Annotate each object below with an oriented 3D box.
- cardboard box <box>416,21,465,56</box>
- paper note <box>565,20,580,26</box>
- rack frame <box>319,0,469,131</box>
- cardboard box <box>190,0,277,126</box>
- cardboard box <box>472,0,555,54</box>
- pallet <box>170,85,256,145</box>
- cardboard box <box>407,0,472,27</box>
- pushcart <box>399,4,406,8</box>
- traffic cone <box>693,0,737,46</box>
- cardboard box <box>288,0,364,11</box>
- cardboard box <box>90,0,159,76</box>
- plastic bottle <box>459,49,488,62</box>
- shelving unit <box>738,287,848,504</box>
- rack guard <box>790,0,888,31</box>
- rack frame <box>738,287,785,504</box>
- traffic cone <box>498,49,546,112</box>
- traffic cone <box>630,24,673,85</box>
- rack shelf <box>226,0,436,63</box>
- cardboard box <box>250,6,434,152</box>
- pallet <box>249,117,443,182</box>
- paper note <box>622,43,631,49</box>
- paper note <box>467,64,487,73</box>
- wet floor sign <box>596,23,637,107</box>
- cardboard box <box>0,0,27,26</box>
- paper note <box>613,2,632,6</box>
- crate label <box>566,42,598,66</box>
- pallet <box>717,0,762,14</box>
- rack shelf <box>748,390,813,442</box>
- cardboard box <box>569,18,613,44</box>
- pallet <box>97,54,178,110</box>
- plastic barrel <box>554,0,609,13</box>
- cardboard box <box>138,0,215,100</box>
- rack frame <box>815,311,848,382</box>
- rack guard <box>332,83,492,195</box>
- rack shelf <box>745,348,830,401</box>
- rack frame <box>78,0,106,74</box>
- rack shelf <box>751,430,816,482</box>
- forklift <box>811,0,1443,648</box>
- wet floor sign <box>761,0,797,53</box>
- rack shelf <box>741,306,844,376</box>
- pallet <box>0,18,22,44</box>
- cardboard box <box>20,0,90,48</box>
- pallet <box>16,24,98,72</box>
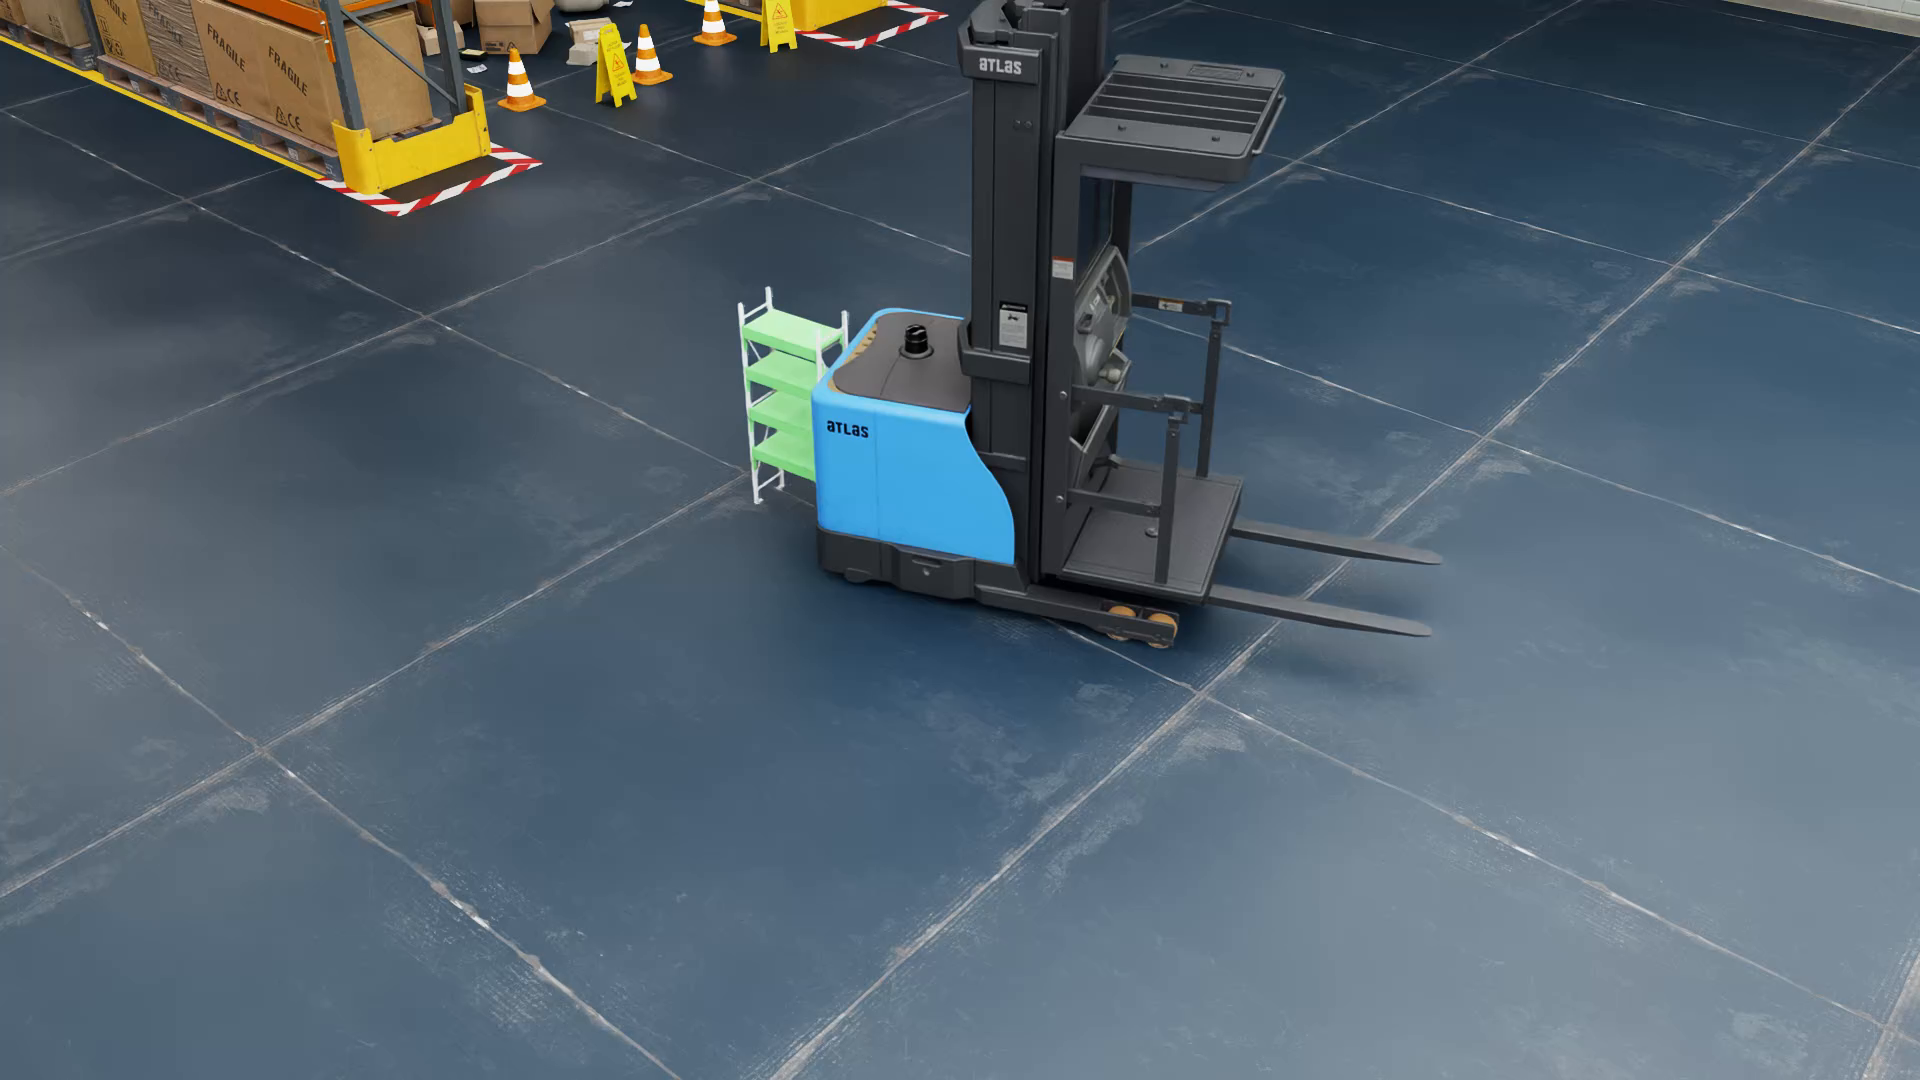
[{"bbox_3d":[-4.804,-4.646,15.281,0.396,0.266,0.258,-26,42,-32],"label":"cardboard box"},{"bbox_3d":[-3.697,-4.957,15.951,0.148,0.019,0.142,-18,38,-25],"label":"paper note"},{"bbox_3d":[-4.229,-4.146,12.137,0.127,3.000,1.000,25,42,32],"label":"rack frame"},{"bbox_3d":[-5.470,-3.978,13.398,0.875,0.875,0.875,25,41,31],"label":"cardboard box"},{"bbox_3d":[-4.110,-4.842,15.356,0.637,0.503,0.797,0,34,0],"label":"cardboard box"},{"bbox_3d":[-5.827,-3.694,13.942,1.213,0.211,1.003,25,42,32],"label":"pallet"},{"bbox_3d":[-4.834,-5.233,15.805,0.503,0.637,0.797,25,42,32],"label":"cardboard box"},{"bbox_3d":[-5.634,-5.694,16.708,0.936,0.377,1.648,12,36,16],"label":"pushcart"},{"bbox_3d":[-2.296,-4.885,15.454,0.334,0.463,0.336,25,42,32],"label":"traffic cone"},{"bbox_3d":[-4.544,-4.322,12.262,0.550,0.550,0.875,25,42,32],"label":"cardboard box"},{"bbox_3d":[-6.865,-4.634,14.354,0.875,0.875,0.875,26,42,32],"label":"cardboard box"},{"bbox_3d":[-4.448,-4.409,15.116,0.283,0.061,0.133,12,36,16],"label":"plastic bottle"},{"bbox_3d":[-0.840,-0.669,8.664,0.503,1.200,0.258,21,40,27],"label":"shelving unit"},{"bbox_3d":[-1.198,-5.333,16.074,0.348,0.500,1.175,25,42,32],"label":"rack guard"},{"bbox_3d":[-1.043,-0.746,8.776,0.015,1.200,0.240,21,40,27],"label":"rack frame"},{"bbox_3d":[-3.729,-3.910,14.035,0.334,0.463,0.336,25,42,32],"label":"traffic cone"},{"bbox_3d":[-2.745,-4.279,14.572,0.334,0.463,0.336,25,42,32],"label":"traffic cone"},{"bbox_3d":[-5.766,-4.574,13.396,4.000,0.370,1.077,25,42,32],"label":"rack shelf"},{"bbox_3d":[-4.793,-3.660,12.936,0.875,0.875,0.875,26,42,32],"label":"cardboard box"},{"bbox_3d":[-4.894,-3.252,13.299,1.213,0.211,1.003,25,42,32],"label":"pallet"},{"bbox_3d":[-3.140,-4.589,15.405,0.142,0.019,0.148,12,36,16],"label":"paper note"},{"bbox_3d":[-4.316,-4.213,14.859,0.144,0.017,0.142,-18,38,-25],"label":"paper note"},{"bbox_3d":[-2.940,-4.026,14.043,0.232,0.644,0.267,18,38,24],"label":"wet floor sign"},{"bbox_3d":[-8.577,-5.377,15.547,0.750,0.750,1.050,25,42,32],"label":"cardboard box"},{"bbox_3d":[-3.334,-5.311,16.456,0.148,0.019,0.142,12,36,16],"label":"paper note"},{"bbox_3d":[-3.389,-4.402,15.039,0.298,0.136,0.250,6,35,8],"label":"crate label"},{"bbox_3d":[-1.800,-5.524,16.607,1.213,0.211,1.003,25,42,32],"label":"pallet"},{"bbox_3d":[-0.840,-0.616,8.700,0.480,0.148,0.258,21,40,27],"label":"rack shelf"},{"bbox_3d":[-3.439,-4.757,15.545,0.380,0.149,0.250,-12,36,-17],"label":"cardboard box"},{"bbox_3d":[-6.769,-4.136,14.586,1.213,0.211,1.003,25,42,32],"label":"pallet"},{"bbox_3d":[-3.696,-5.364,16.186,0.512,0.421,0.421,-6,35,-8],"label":"plastic barrel"},{"bbox_3d":[-6.170,-4.309,13.880,0.875,0.875,0.875,26,42,32],"label":"cardboard box"},{"bbox_3d":[-0.638,-0.592,8.552,0.015,1.200,0.240,21,40,27],"label":"rack frame"},{"bbox_3d":[-4.211,-3.107,12.832,0.348,0.500,1.175,25,42,32],"label":"rack guard"},{"bbox_3d":[-0.840,-0.814,8.564,0.480,0.148,0.258,21,40,27],"label":"rack shelf"},{"bbox_3d":[-7.303,-5.595,14.247,0.127,3.000,1.000,25,42,32],"label":"rack frame"},{"bbox_3d":[-0.840,-0.418,8.836,0.480,0.148,0.258,21,40,27],"label":"rack shelf"},{"bbox_3d":[0.848,-1.027,7.656,3.031,2.935,1.130,10,36,15],"label":"forklift"},{"bbox_3d":[-1.679,-4.831,15.215,0.267,0.644,0.232,-18,38,-25],"label":"wet floor sign"},{"bbox_3d":[-0.840,-1.012,8.429,0.480,0.148,0.258,21,40,27],"label":"rack shelf"},{"bbox_3d":[-8.887,-5.134,16.039,1.213,0.211,1.003,25,42,32],"label":"pallet"},{"bbox_3d":[-7.838,-5.026,15.035,0.750,0.750,1.050,25,42,32],"label":"cardboard box"},{"bbox_3d":[-7.945,-4.692,15.396,1.213,0.211,1.003,25,42,32],"label":"pallet"}]
